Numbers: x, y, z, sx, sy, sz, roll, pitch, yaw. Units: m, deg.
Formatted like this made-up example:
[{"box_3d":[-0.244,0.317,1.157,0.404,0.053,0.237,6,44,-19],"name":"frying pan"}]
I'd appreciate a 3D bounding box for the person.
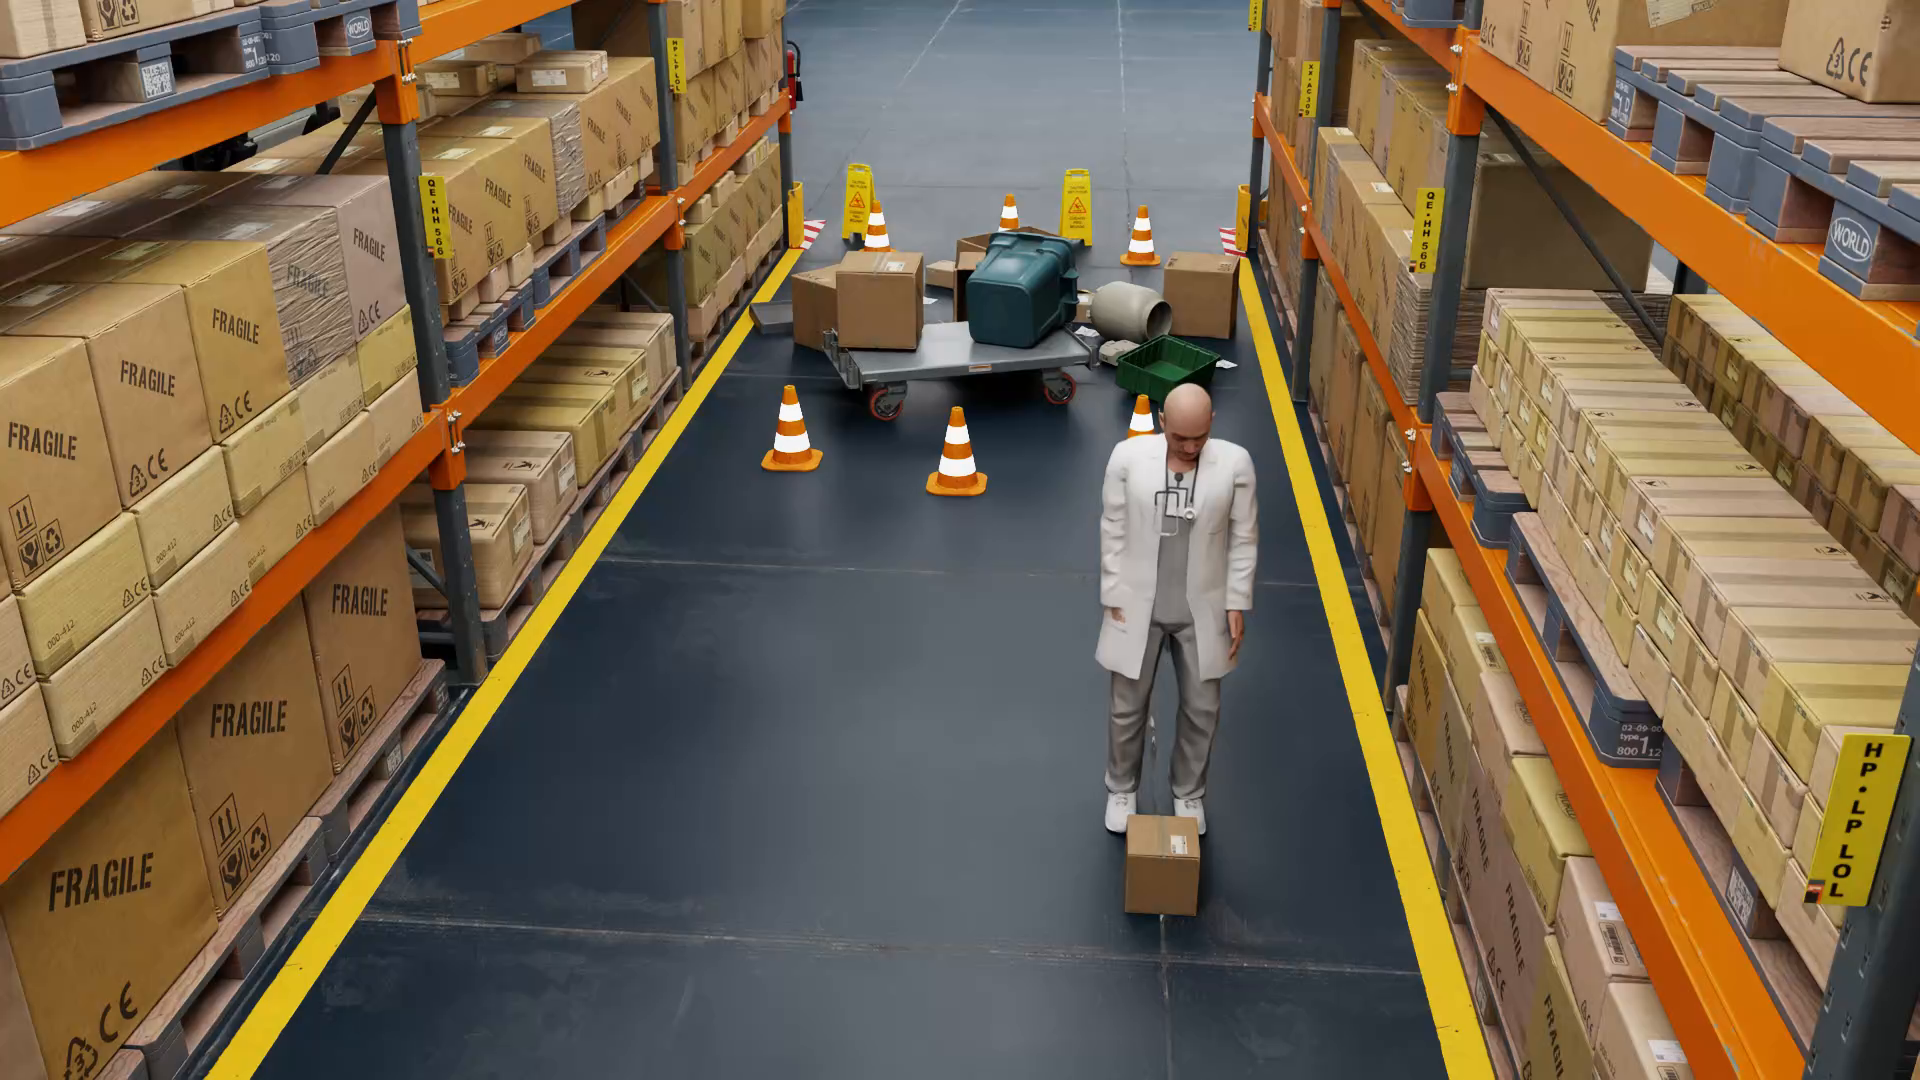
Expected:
[{"box_3d":[0.785,0.259,6.078,0.572,1.761,0.376,2,24,5],"name":"person"}]
